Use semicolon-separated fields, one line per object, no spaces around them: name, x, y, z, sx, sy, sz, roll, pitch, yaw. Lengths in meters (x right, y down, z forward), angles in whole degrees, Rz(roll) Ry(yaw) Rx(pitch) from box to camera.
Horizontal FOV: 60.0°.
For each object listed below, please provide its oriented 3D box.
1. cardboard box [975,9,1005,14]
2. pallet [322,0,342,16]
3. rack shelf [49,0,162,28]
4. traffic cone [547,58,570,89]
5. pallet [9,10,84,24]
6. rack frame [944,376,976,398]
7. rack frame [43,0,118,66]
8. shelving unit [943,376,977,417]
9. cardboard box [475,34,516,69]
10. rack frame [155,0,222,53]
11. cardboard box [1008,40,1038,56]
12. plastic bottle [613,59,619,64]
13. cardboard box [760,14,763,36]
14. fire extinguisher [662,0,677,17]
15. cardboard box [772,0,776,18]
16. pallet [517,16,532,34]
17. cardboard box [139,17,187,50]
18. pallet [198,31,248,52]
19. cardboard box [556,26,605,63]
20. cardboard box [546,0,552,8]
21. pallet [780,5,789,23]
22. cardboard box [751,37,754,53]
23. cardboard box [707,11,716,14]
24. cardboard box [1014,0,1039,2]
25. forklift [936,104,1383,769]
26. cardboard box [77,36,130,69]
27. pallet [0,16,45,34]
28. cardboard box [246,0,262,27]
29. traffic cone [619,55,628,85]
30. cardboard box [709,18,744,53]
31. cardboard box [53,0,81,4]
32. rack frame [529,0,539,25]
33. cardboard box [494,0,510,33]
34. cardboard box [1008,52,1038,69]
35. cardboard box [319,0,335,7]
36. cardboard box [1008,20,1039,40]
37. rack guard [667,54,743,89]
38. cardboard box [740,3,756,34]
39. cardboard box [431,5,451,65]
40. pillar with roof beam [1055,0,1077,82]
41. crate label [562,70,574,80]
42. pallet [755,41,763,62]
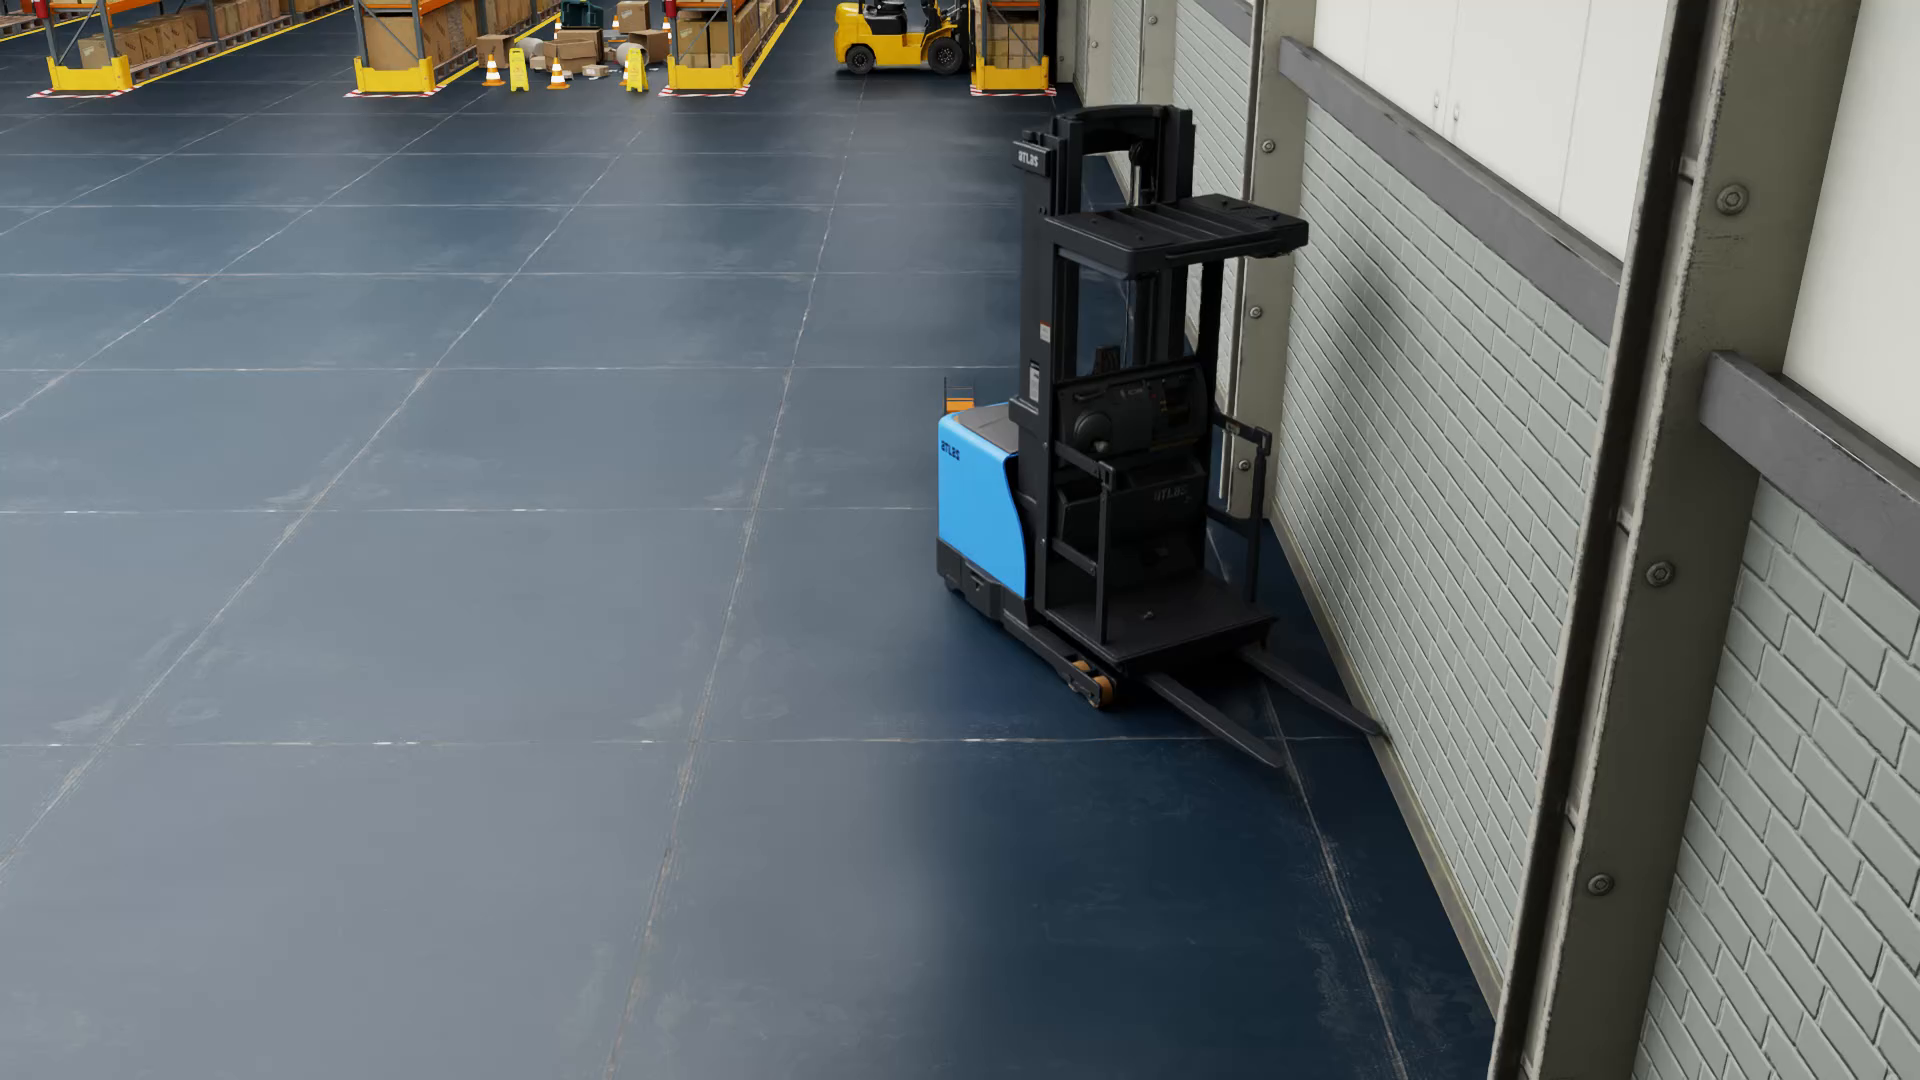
cardboard box;0.504;-8.927;28.461;0.500;0.250;0.500;-1;24;-2
pallet;-14.058;-11.501;35.924;1.003;0.211;1.213;0;24;-1
rack shelf;-14.048;-9.145;28.203;1.077;0.370;4.000;0;24;-1
traffic cone;-6.518;-7.564;26.912;0.336;0.463;0.334;0;24;-1
pallet;-19.117;-10.977;34.765;1.003;0.211;1.213;0;24;-1
rack frame;-0.002;-0.551;10.694;0.200;1.050;0.008;0;24;-1
rack frame;-14.027;-8.649;26.233;1.000;3.000;0.127;0;24;-1
shelving unit;-0.001;-0.500;10.582;0.215;1.050;0.252;0;24;-1
cardboard box;-8.066;-8.505;28.945;0.500;0.500;0.500;4;25;9
rack frame;-14.070;-10.297;29.877;1.000;3.000;0.127;0;24;-1
cardboard box;1.049;-8.078;27.192;0.500;0.250;0.500;0;24;0
plastic bottle;-6.022;-8.463;29.387;0.133;0.061;0.283;4;25;9
cardboard box;-4.169;-9.552;30.909;0.950;0.372;0.625;0;24;0
fire extinguisher;-4.577;-8.609;26.239;0.296;0.674;0.183;0;24;-1
cardboard box;-4.208;-10.751;33.560;0.950;0.372;0.625;-2;24;-4
pallet;-9.220;-10.330;33.334;1.003;0.211;1.213;0;24;-1
cardboard box;-14.092;-8.949;29.419;0.500;0.500;0.500;8;25;16
pallet;-14.080;-9.347;31.161;1.003;0.211;1.213;0;24;-1
cardboard box;-6.686;-8.715;29.245;0.797;0.637;0.503;0;24;-1
cardboard box;-8.915;-11.478;35.012;0.500;0.500;0.500;0;24;0
pallet;-4.138;-11.045;34.914;1.003;0.211;1.213;0;24;-1
cardboard box;-3.869;-8.609;28.972;0.500;0.250;0.500;0;24;0
cardboard box;-4.394;-8.726;28.320;0.500;0.500;0.500;-1;24;-2
cardboard box;1.118;-8.968;26.818;0.500;0.500;0.500;1;24;1
forklift;1.030;-0.666;8.666;1.130;2.935;3.031;-13;28;-27
cardboard box;-14.017;-7.959;27.231;0.500;0.500;0.500;4;25;9
pallet;-19.097;-10.333;33.341;1.003;0.211;1.213;0;24;-1
cardboard box;-14.055;-10.269;32.314;0.700;0.500;0.500;2;24;4
traffic cone;-5.412;-7.709;27.233;0.336;0.463;0.334;0;24;-1
cardboard box;-3.850;-8.317;27.416;0.500;0.500;0.500;-1;24;-2
cardboard box;-14.236;-8.651;26.542;0.380;0.149;0.250;0;24;-1
rack frame;-9.153;-11.926;33.479;1.000;3.000;0.127;0;24;-1
cardboard box;-9.213;-10.097;31.655;1.050;0.750;0.750;0;24;-1
cardboard box;1.036;-7.859;27.314;0.500;0.250;0.500;0;24;0
cardboard box;-14.103;-11.820;35.314;1.225;0.875;0.875;0;24;0
cardboard box;1.030;-8.310;27.098;0.500;0.250;0.500;-1;24;-1
rack guard;-4.118;-7.586;26.916;1.175;0.500;0.348;0;24;-1
cardboard box;-3.879;-9.170;29.302;0.500;0.500;0.500;0;24;0
cardboard box;-9.151;-8.494;27.960;0.875;0.875;0.875;-1;24;-1
pillar with roof beam;-2.565;-11.722;25.748;9.100;9.000;0.400;0;24;-1
crate label;-6.589;-7.739;27.695;0.250;0.136;0.298;-14;28;-28
pallet;-4.118;-8.795;29.939;1.003;0.211;1.213;0;24;-1
